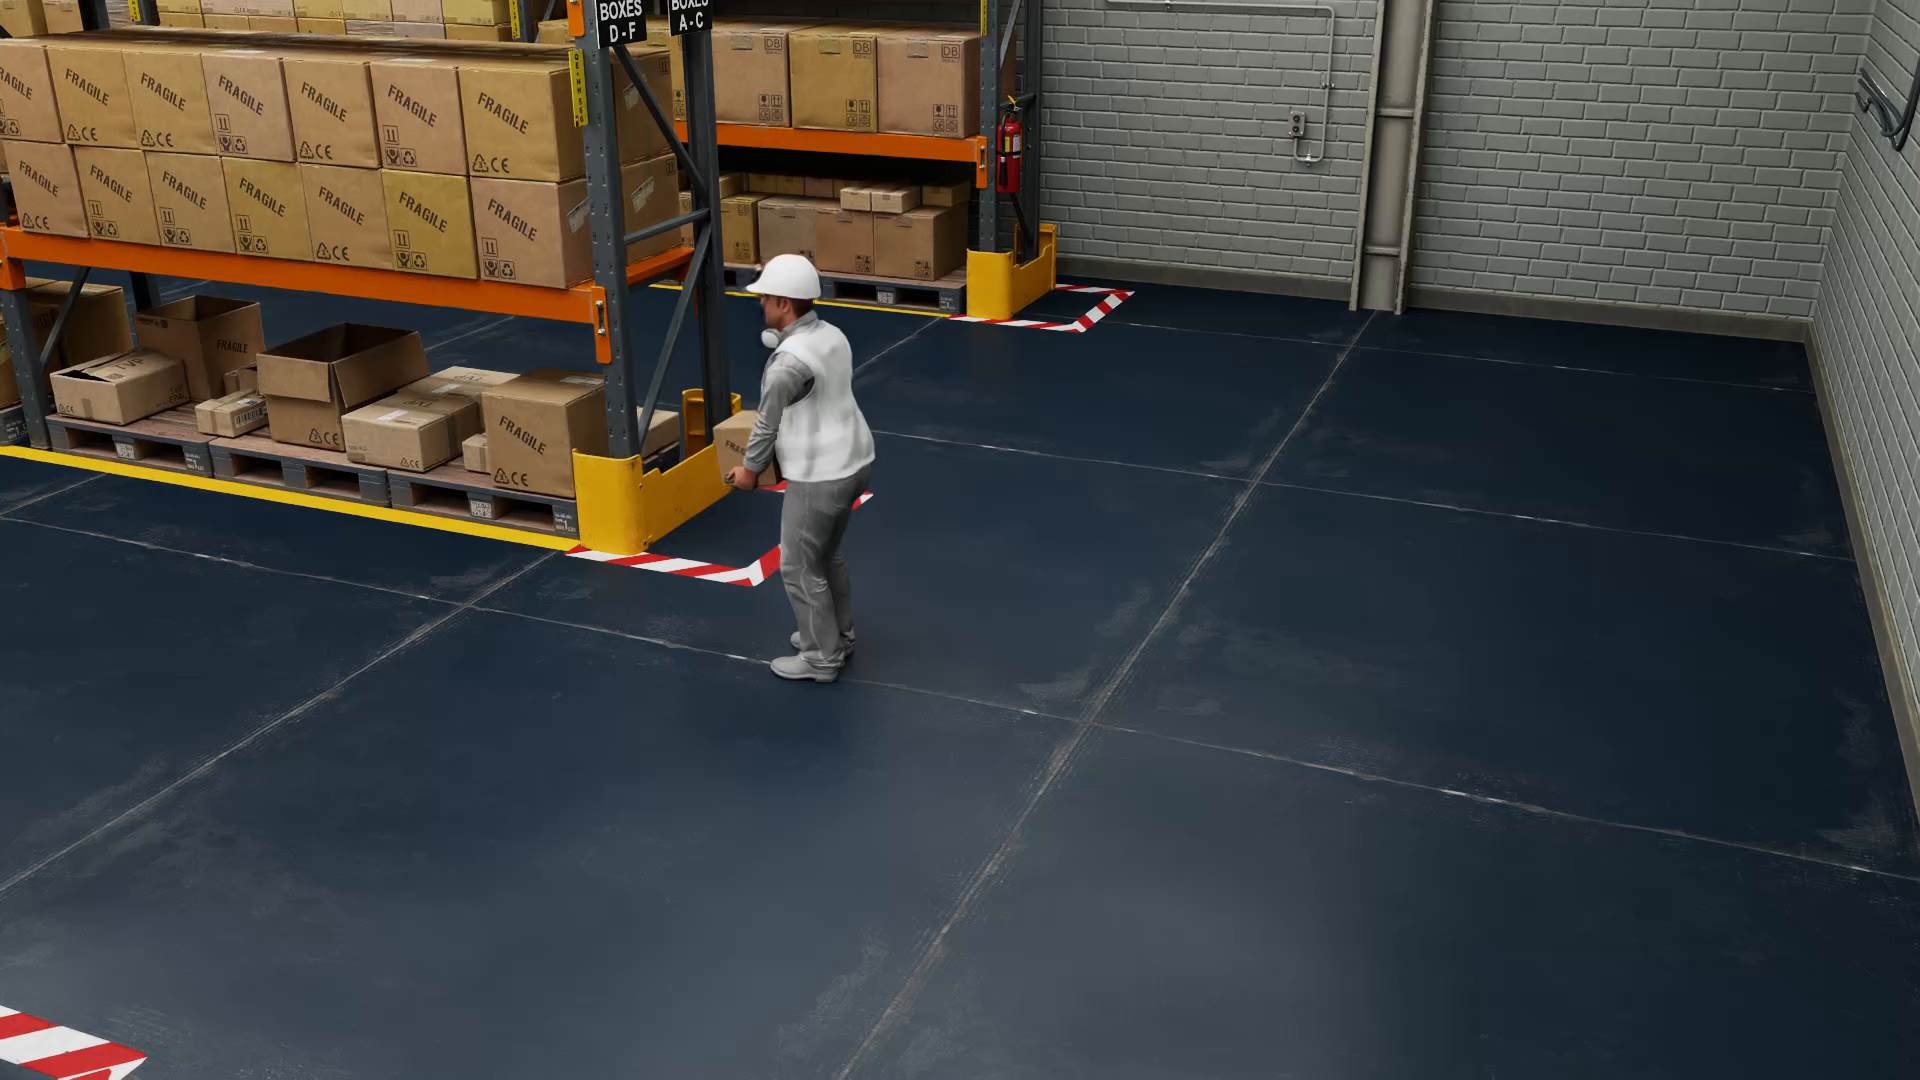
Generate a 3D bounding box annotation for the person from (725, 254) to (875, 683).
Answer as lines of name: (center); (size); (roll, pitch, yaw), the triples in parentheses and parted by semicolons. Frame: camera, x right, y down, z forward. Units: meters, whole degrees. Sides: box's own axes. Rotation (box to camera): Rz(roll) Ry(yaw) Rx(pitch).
person: (-0.651, -0.291, 6.791); (0.571, 1.763, 0.489); (8, 24, 19)
